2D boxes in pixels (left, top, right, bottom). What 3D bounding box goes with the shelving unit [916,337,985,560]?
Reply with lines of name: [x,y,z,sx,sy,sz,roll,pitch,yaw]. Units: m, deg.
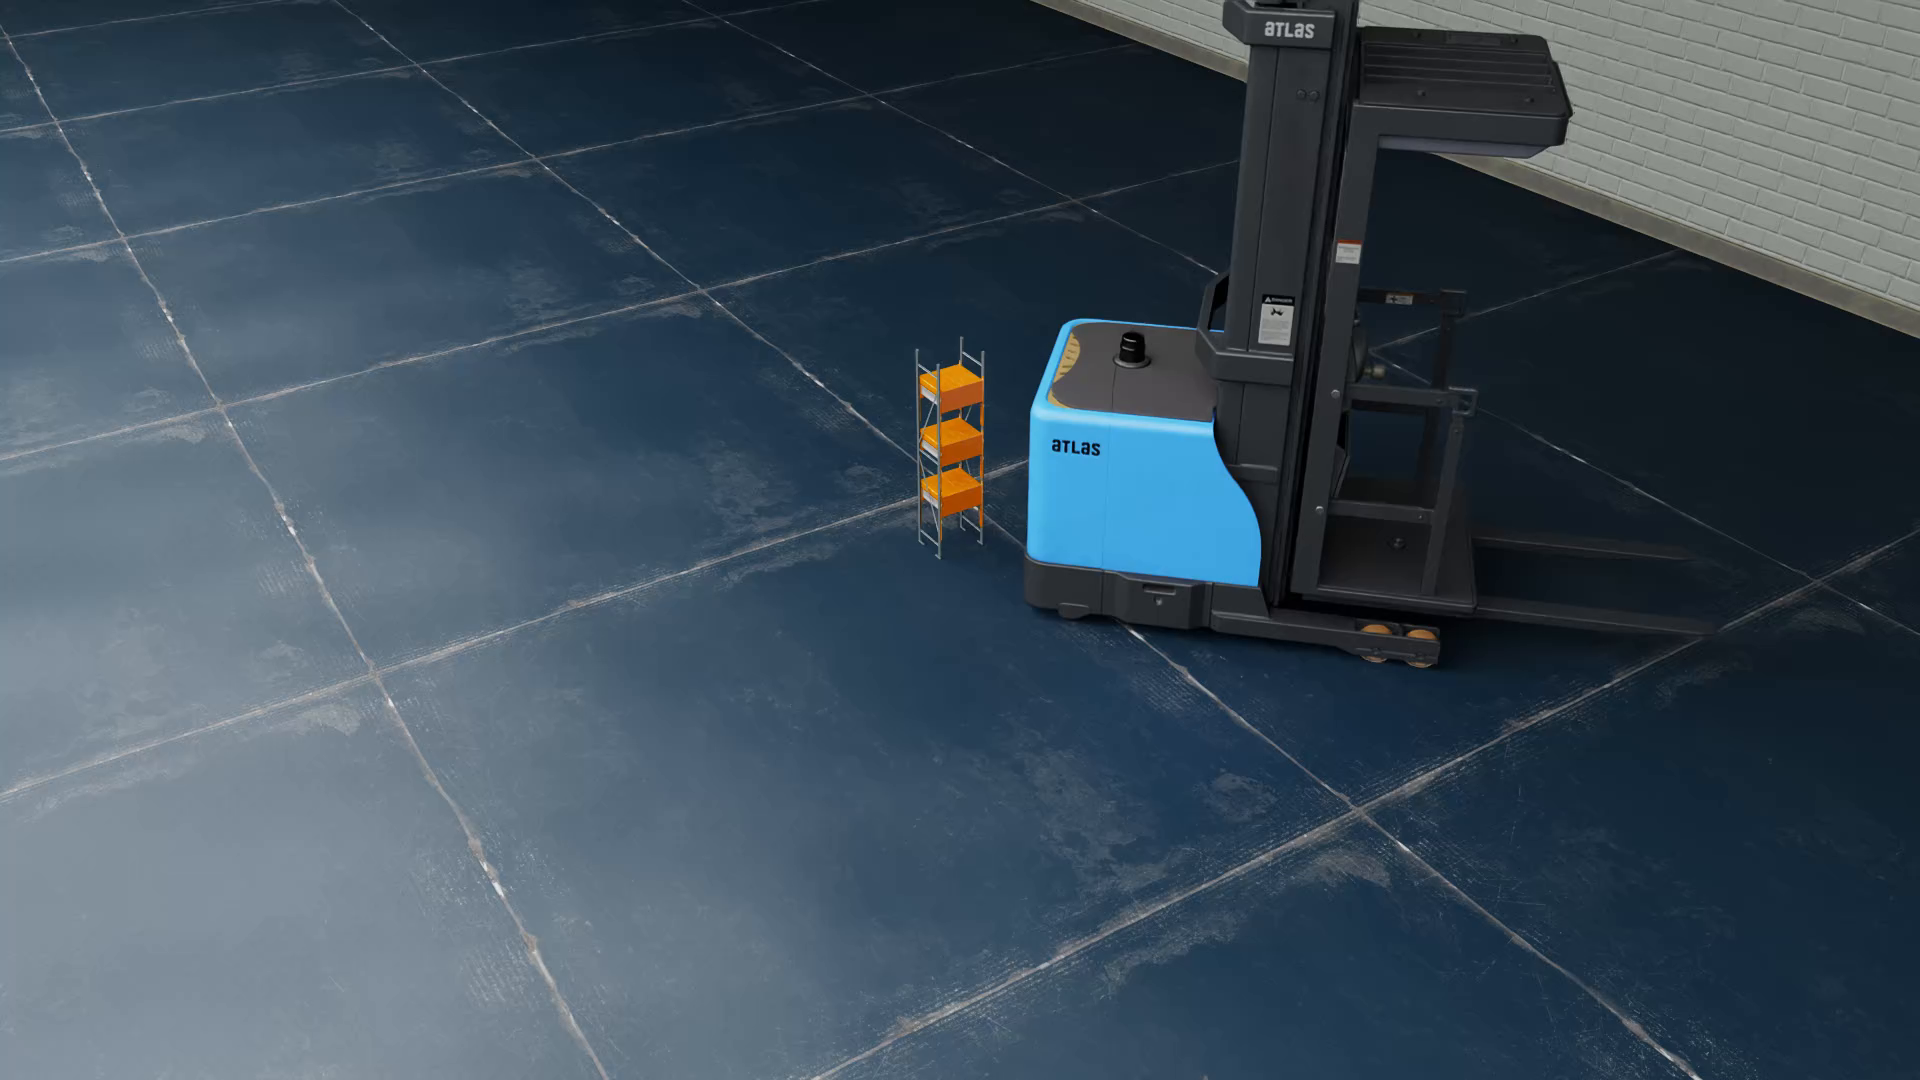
shelving unit: [-0.045,-0.429,7.945,0.252,1.050,0.215,-19,37,-27]

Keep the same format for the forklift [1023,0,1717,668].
forklift: [1.863,-0.986,7.066,3.031,2.935,1.130,6,33,10]

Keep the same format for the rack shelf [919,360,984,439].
rack shelf: [-0.045,-0.660,7.800,0.240,0.259,0.215,-19,37,-27]

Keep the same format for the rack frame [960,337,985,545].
rack frame: [0.058,-0.464,8.001,0.008,1.050,0.200,-19,37,-27]

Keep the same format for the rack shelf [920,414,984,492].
rack shelf: [-0.045,-0.420,7.951,0.240,0.259,0.215,-19,37,-27]

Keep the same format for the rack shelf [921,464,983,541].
rack shelf: [-0.045,-0.185,8.099,0.240,0.259,0.215,-19,37,-27]

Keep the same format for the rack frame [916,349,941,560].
rack frame: [-0.148,-0.393,7.889,0.008,1.050,0.200,-19,37,-27]
